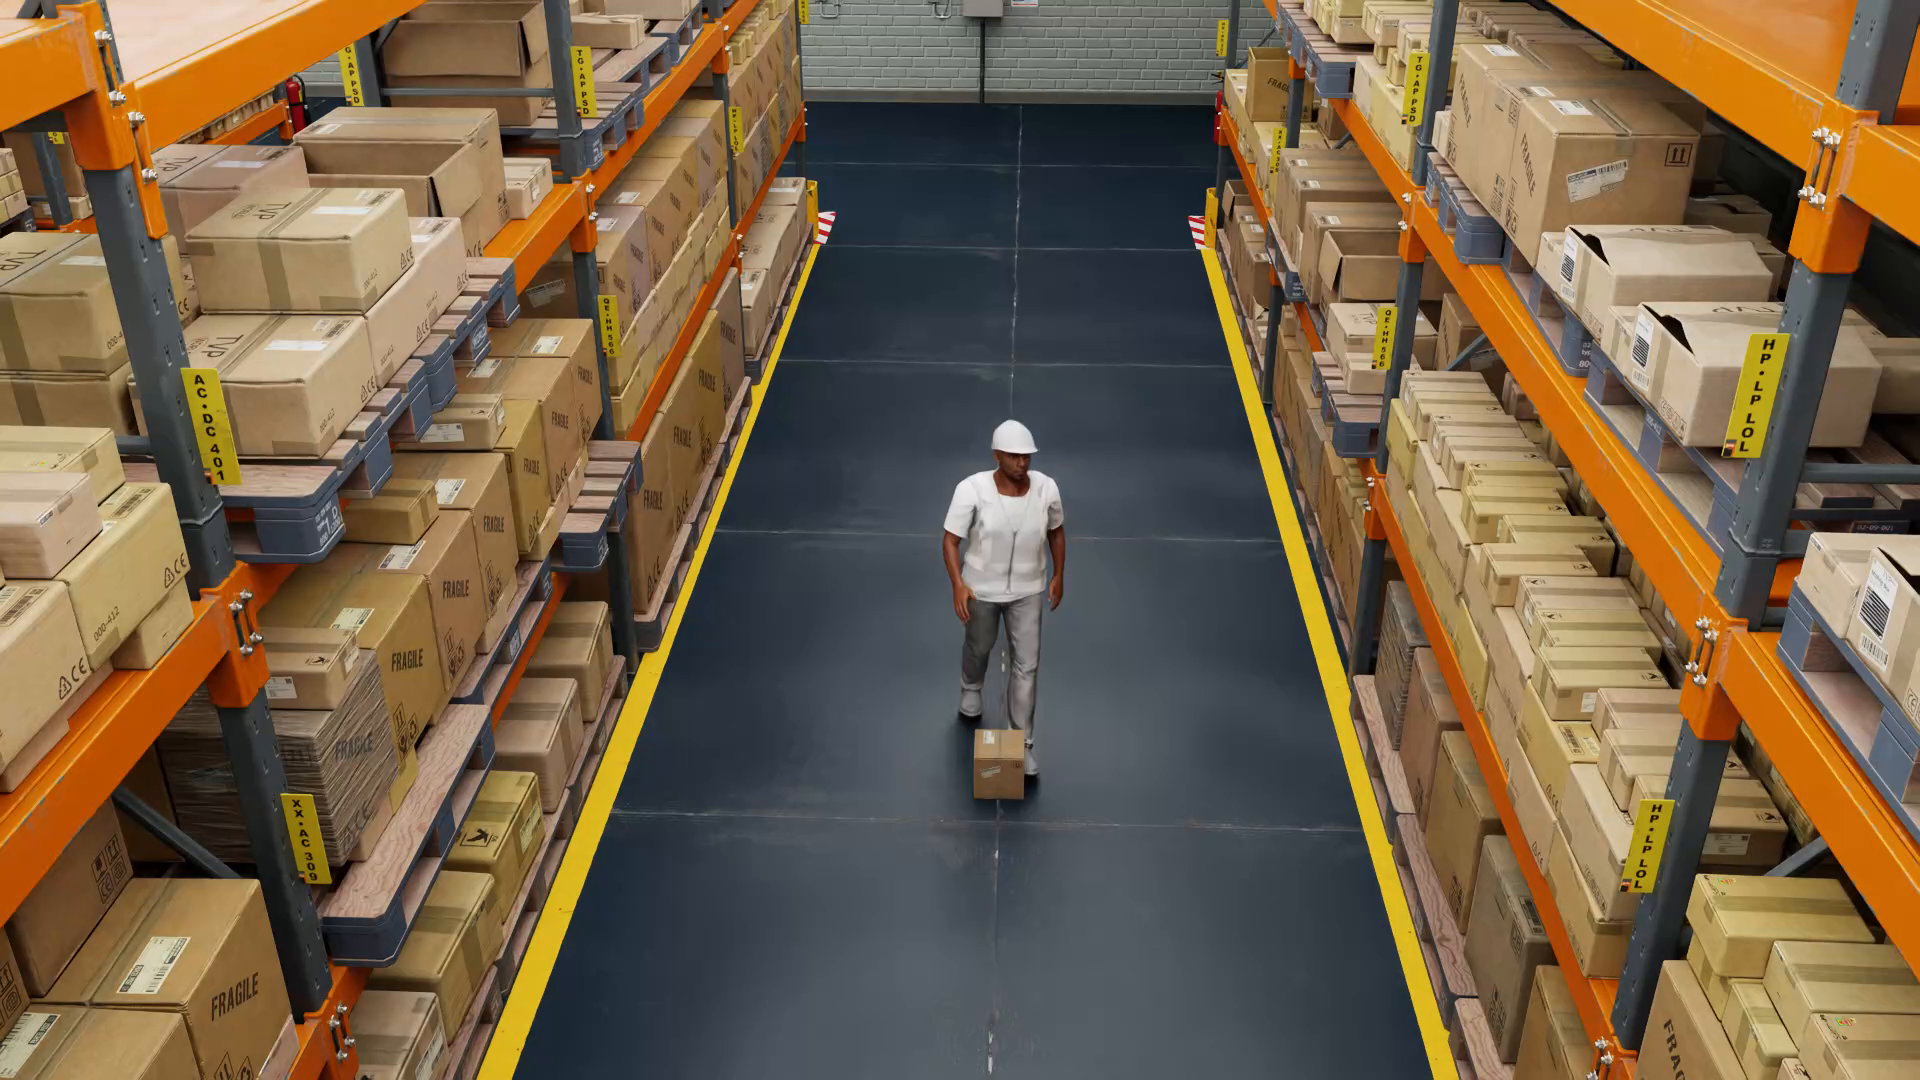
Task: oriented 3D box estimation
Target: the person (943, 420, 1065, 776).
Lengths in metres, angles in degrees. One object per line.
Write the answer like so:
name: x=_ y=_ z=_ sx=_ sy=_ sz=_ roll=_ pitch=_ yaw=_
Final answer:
person: x=0.237 y=0.273 z=8.329 sx=0.635 sy=1.741 sz=0.911 roll=-2 pitch=28 yaw=-3
